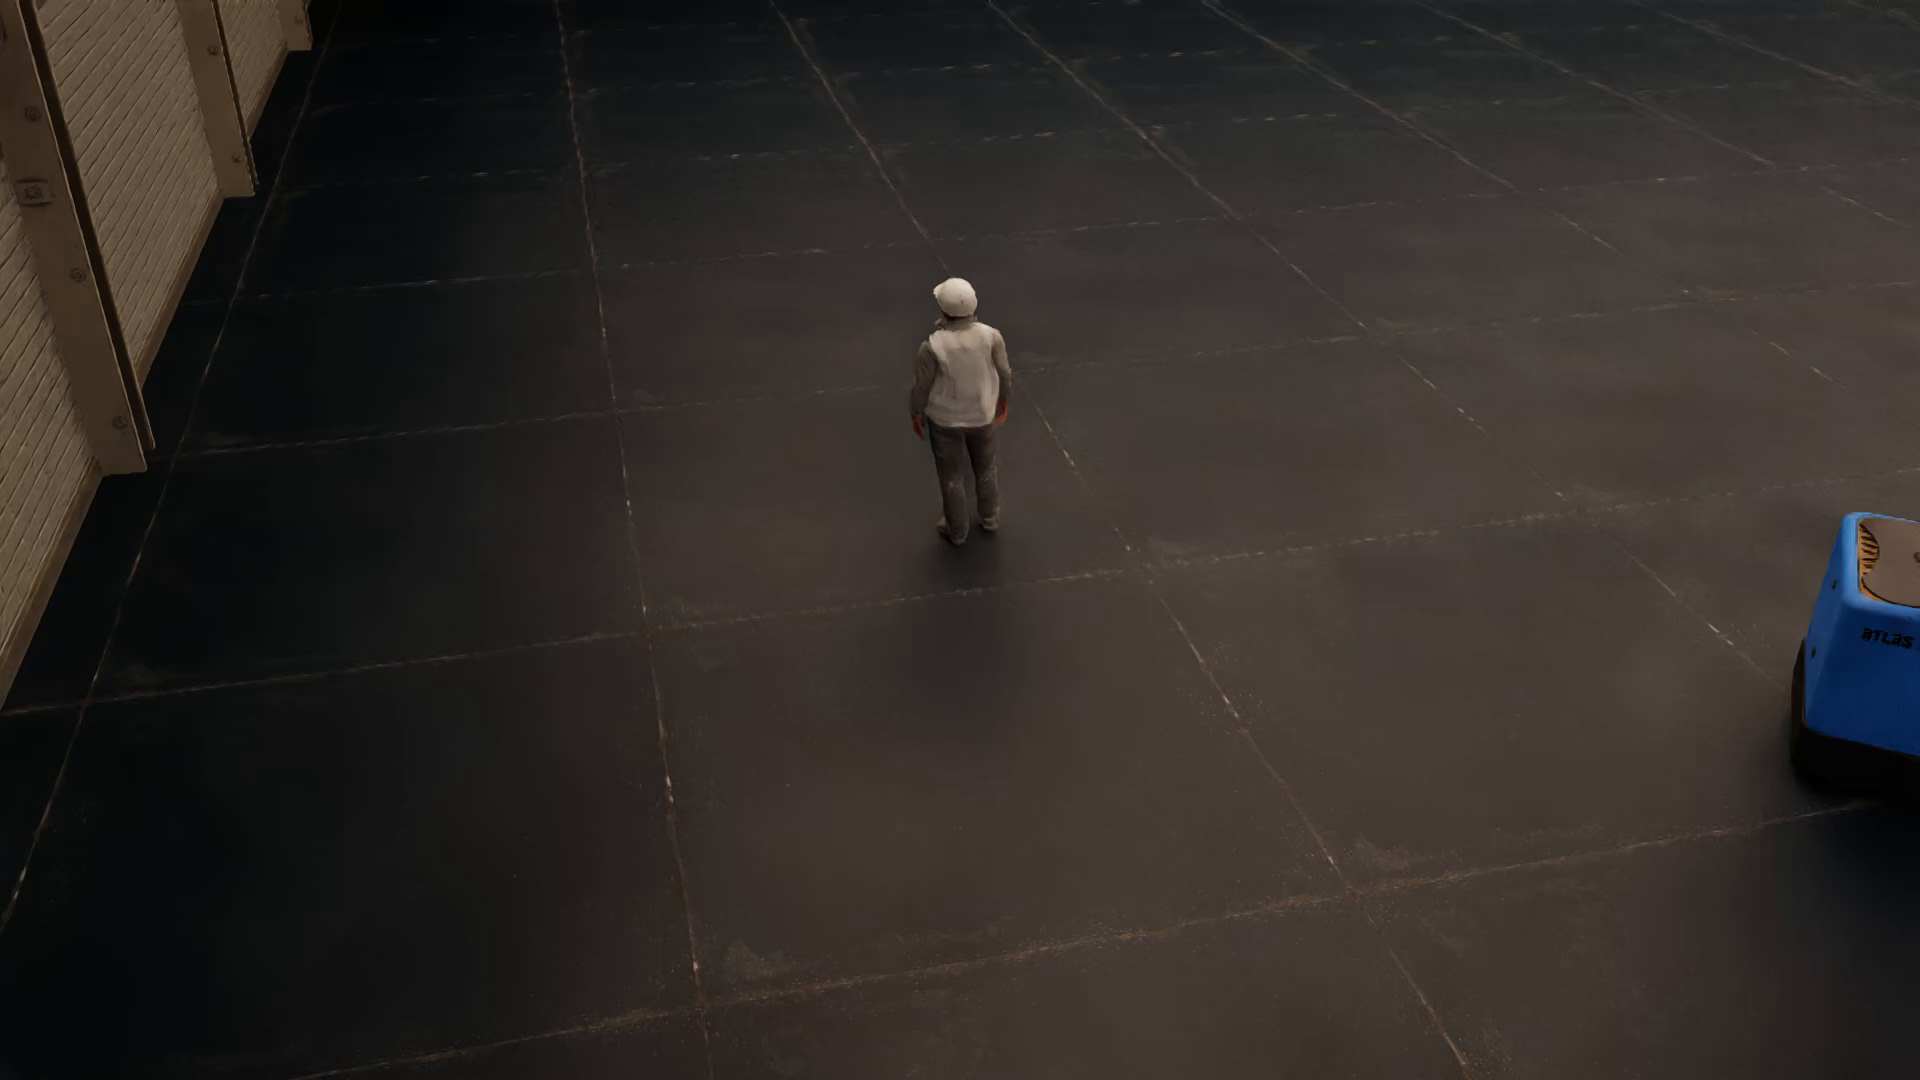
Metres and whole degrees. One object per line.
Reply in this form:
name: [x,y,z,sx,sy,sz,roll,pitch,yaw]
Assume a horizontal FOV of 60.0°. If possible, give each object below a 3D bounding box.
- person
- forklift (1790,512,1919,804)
person: [-0.007,-0.803,10.107,0.632,1.768,0.567,-7,31,-12]
forklift: [5.768,0.022,7.537,3.031,2.935,1.130,13,32,21]
